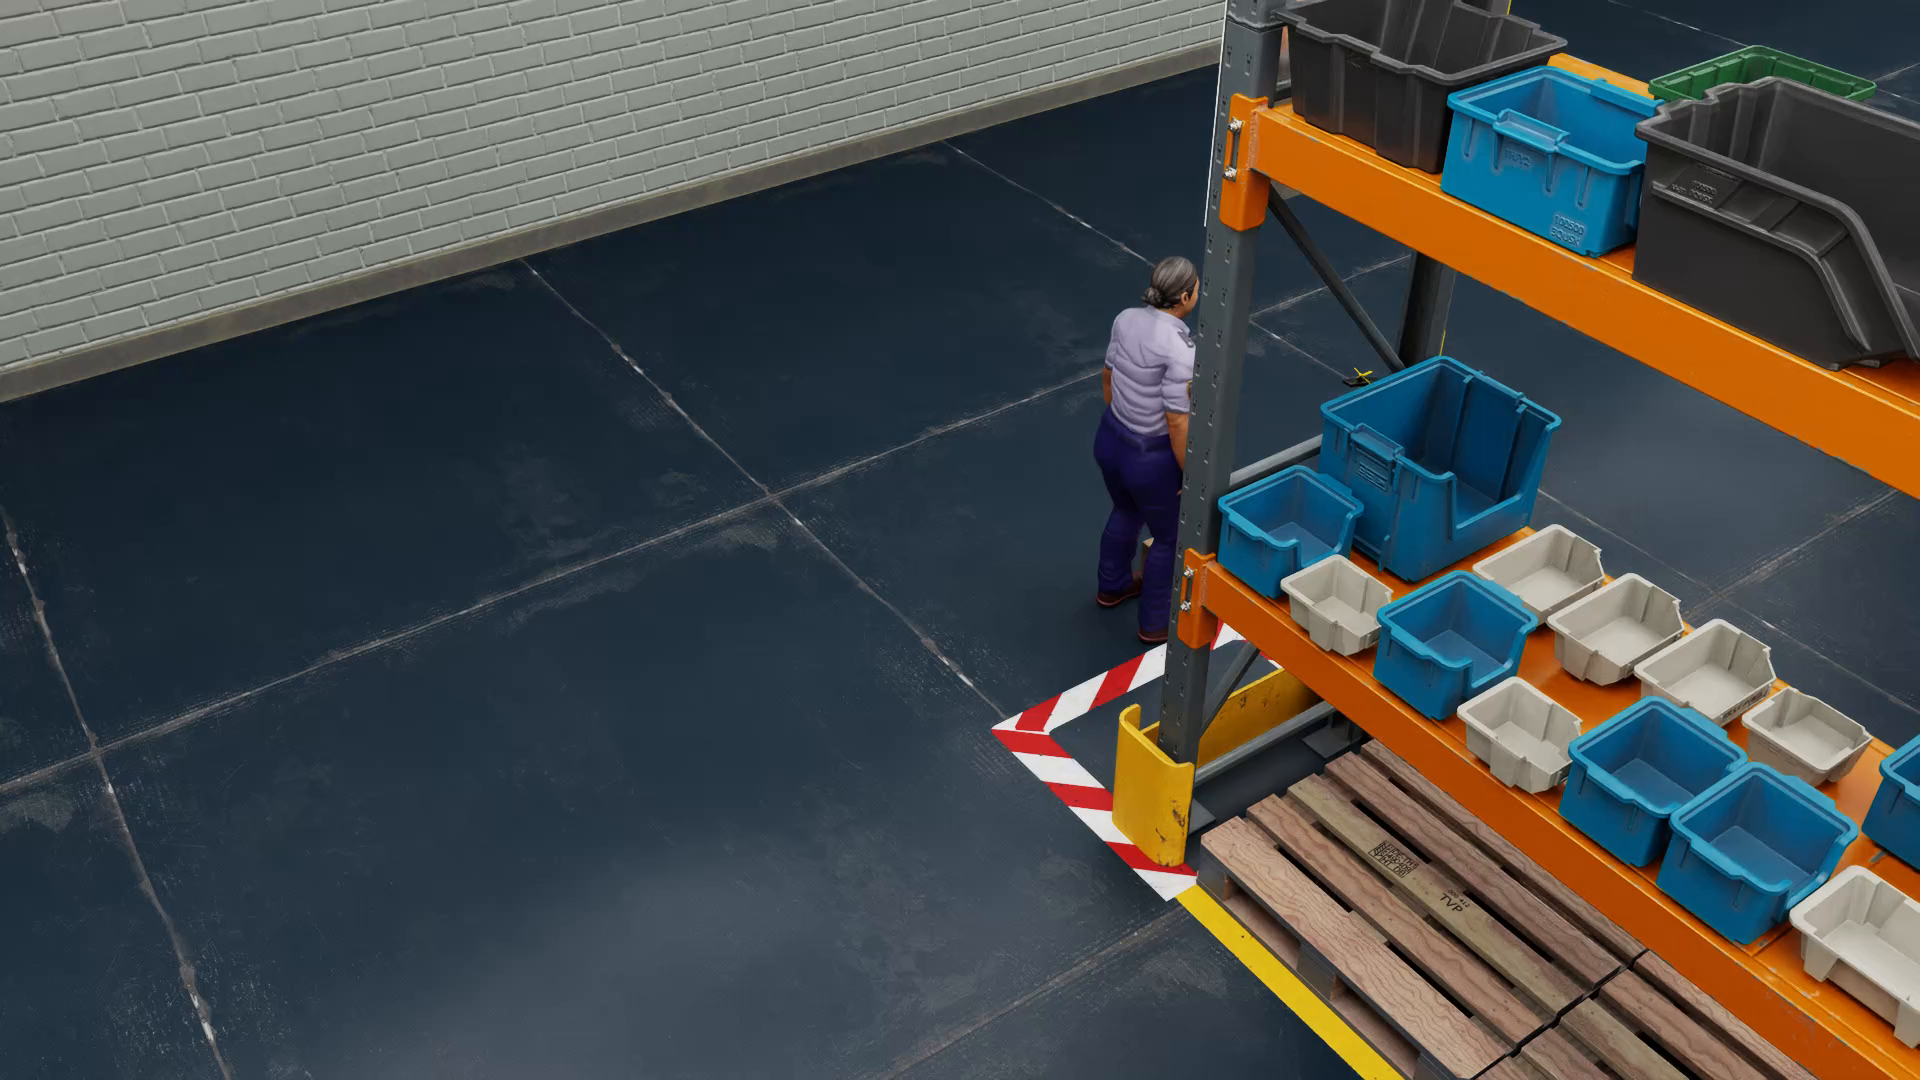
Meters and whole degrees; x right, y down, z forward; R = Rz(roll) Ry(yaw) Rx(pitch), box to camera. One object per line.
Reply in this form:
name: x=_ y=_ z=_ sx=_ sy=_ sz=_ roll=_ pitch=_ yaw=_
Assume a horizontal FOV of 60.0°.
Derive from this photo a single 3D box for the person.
person: x=0.759 y=-0.352 z=6.630 sx=0.373 sy=1.651 sz=0.537 roll=-20 pitch=41 yaw=-25
